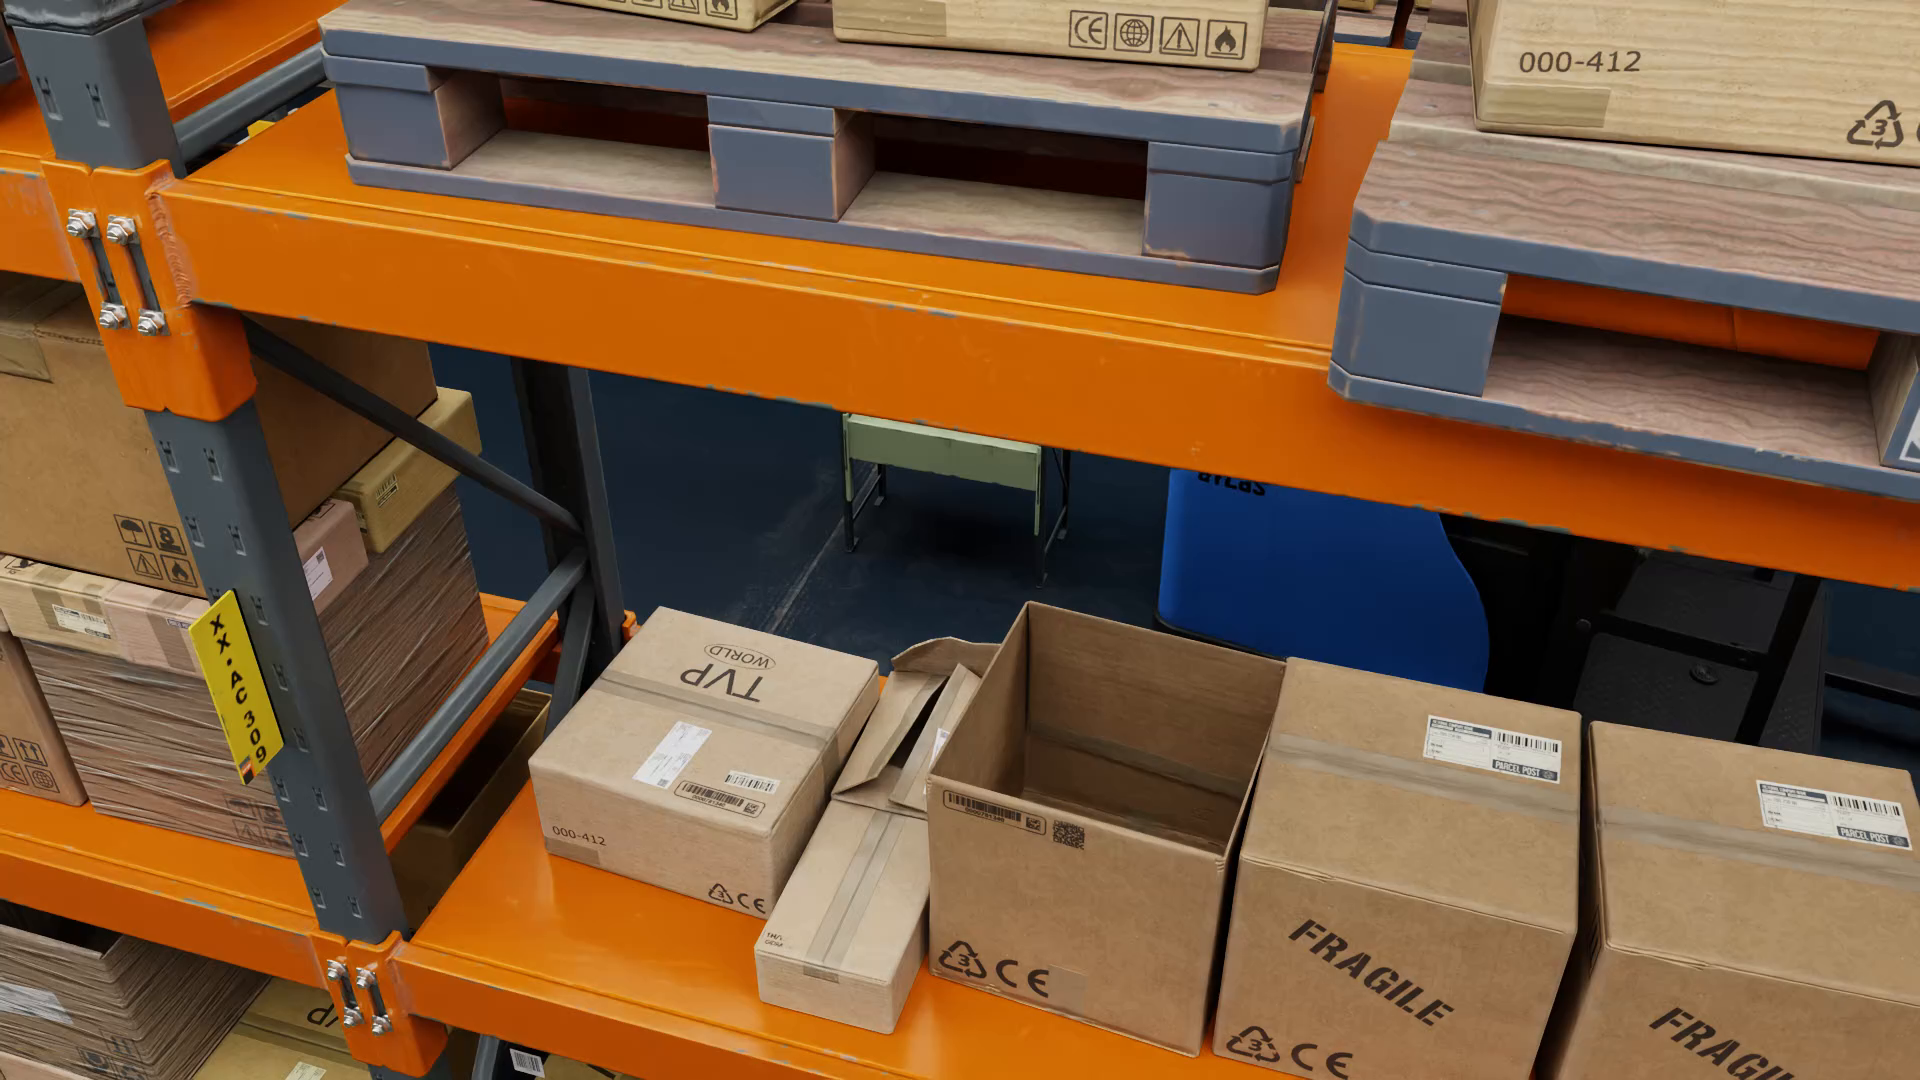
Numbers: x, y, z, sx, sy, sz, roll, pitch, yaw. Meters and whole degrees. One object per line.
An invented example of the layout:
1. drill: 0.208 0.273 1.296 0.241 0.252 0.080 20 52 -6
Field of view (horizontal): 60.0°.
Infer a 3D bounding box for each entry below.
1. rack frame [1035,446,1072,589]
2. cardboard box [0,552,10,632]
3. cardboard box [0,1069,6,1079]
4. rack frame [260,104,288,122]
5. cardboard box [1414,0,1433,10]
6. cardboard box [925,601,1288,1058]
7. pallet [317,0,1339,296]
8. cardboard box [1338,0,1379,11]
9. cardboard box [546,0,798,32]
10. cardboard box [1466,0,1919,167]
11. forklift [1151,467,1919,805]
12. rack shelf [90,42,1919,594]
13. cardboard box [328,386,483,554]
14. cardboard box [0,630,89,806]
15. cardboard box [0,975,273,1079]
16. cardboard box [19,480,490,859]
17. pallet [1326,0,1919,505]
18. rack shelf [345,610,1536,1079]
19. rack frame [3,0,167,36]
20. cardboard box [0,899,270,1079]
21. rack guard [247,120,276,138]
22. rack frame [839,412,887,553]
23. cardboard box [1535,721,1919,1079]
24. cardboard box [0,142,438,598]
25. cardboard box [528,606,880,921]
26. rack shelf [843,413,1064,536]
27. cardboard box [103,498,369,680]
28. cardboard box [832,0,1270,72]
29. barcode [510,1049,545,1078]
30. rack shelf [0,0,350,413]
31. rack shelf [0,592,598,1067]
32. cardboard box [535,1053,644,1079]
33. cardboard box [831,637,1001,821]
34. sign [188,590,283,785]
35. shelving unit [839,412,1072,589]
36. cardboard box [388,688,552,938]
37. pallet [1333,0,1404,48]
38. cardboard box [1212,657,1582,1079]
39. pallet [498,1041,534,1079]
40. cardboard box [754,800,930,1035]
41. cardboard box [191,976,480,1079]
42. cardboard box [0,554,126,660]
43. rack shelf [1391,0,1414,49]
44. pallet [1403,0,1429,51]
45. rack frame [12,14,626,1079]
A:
1. rack frame: 0.343 -0.541 5.719 0.023 1.500 0.400 10 38 14
2. cardboard box: -1.776 -0.017 3.111 0.250 0.149 0.380 9 37 13
3. cardboard box: -2.430 1.107 4.181 0.500 0.250 0.500 10 38 14
4. rack frame: -3.311 -3.209 8.080 0.127 3.000 1.000 10 38 14
5. cardboard box: 2.152 -2.409 6.537 0.500 0.500 0.700 16 39 20
6. cardboard box: 0.265 0.499 2.957 0.500 0.500 0.500 13 38 17
7. pallet: -0.120 -0.681 2.276 1.217 0.209 0.805 9 37 12
8. cardboard box: 1.514 -2.508 6.671 0.500 0.500 0.700 14 39 19
9. cardboard box: -0.381 -0.901 2.186 0.500 0.250 0.500 14 39 19
10. cardboard box: 0.841 -0.643 1.835 0.500 0.250 0.500 7 37 10
11. forklift: 2.188 -0.566 4.547 3.031 2.935 1.130 16 39 20
12. rack shelf: 0.943 -0.264 2.154 4.000 0.370 1.077 10 38 14
13. cardboard box: -1.165 -0.158 3.302 0.250 0.149 0.380 10 38 14
14. cardboard box: -1.897 0.096 3.504 0.500 0.500 0.700 10 38 13
15. cardboard box: -1.948 1.187 4.072 0.500 0.250 0.500 10 38 14
16. cardboard box: -1.391 0.186 3.383 0.500 0.500 0.700 10 37 13
17. pallet: 1.109 -0.389 1.877 1.213 0.211 1.003 12 38 16
18. rack shelf: 0.943 0.944 3.043 4.000 0.370 1.077 10 38 14
19. rack frame: -0.966 -2.115 1.532 0.127 3.000 1.000 10 38 14
20. cardboard box: -1.948 0.884 3.851 0.500 0.500 0.500 10 38 14
21. rack guard: -3.238 -2.189 8.803 0.348 0.500 1.175 10 38 14
22. rack frame: -0.356 -0.670 5.895 0.023 1.500 0.400 10 38 14
23. cardboard box: 1.246 0.680 2.711 0.500 0.500 0.500 9 37 11
24. cardboard box: -1.391 -0.337 2.998 0.500 0.500 0.700 11 38 14
25. cardboard box: -0.483 0.424 3.270 0.500 0.250 0.500 13 38 17
26. rack shelf: -0.006 -0.343 6.000 0.720 0.370 0.431 10 38 14
27. cardboard box: -1.289 0.073 2.989 0.250 0.149 0.380 10 38 14
28. cardboard box: 0.144 -0.806 2.056 0.500 0.250 0.500 7 37 9
29. barcode: -0.847 1.025 3.255 0.075 0.075 0.001 10 38 14
30. rack shelf: -2.875 -0.971 3.115 4.000 0.370 1.077 10 38 14
31. rack shelf: -2.875 0.237 4.004 4.000 0.370 1.077 10 38 14
32. cardboard box: -0.646 1.227 3.544 0.500 0.311 0.500 11 38 14
33. cardboard box: -0.072 0.407 3.280 0.258 0.266 0.396 10 37 13
34. sign: -1.130 0.235 2.603 0.005 0.325 0.100 10 38 14
35. shelving unit: -0.006 -0.605 5.807 0.755 1.500 0.431 10 38 14
36. cardboard box: -1.315 0.678 4.131 0.500 0.500 0.500 10 38 14
37. pallet: 1.194 -2.208 6.881 1.213 0.211 1.003 10 38 14
38. cardboard box: 0.743 0.587 2.837 0.500 0.500 0.500 11 38 14
39. pallet: -1.713 1.260 4.360 1.213 0.211 1.003 10 38 14
40. cardboard box: -0.181 0.674 3.015 0.250 0.149 0.380 10 38 14
41. cardboard box: -1.474 1.281 3.944 0.500 0.250 0.500 10 38 14
42. cardboard box: -1.525 0.028 3.050 0.250 0.149 0.380 10 37 13
43. rack shelf: 2.417 -1.859 6.852 4.000 0.370 1.077 10 38 14
44. pallet: 2.424 -2.045 6.660 1.213 0.211 1.003 10 38 14
45. rack frame: -0.966 0.301 3.311 0.127 3.000 1.000 10 38 14
